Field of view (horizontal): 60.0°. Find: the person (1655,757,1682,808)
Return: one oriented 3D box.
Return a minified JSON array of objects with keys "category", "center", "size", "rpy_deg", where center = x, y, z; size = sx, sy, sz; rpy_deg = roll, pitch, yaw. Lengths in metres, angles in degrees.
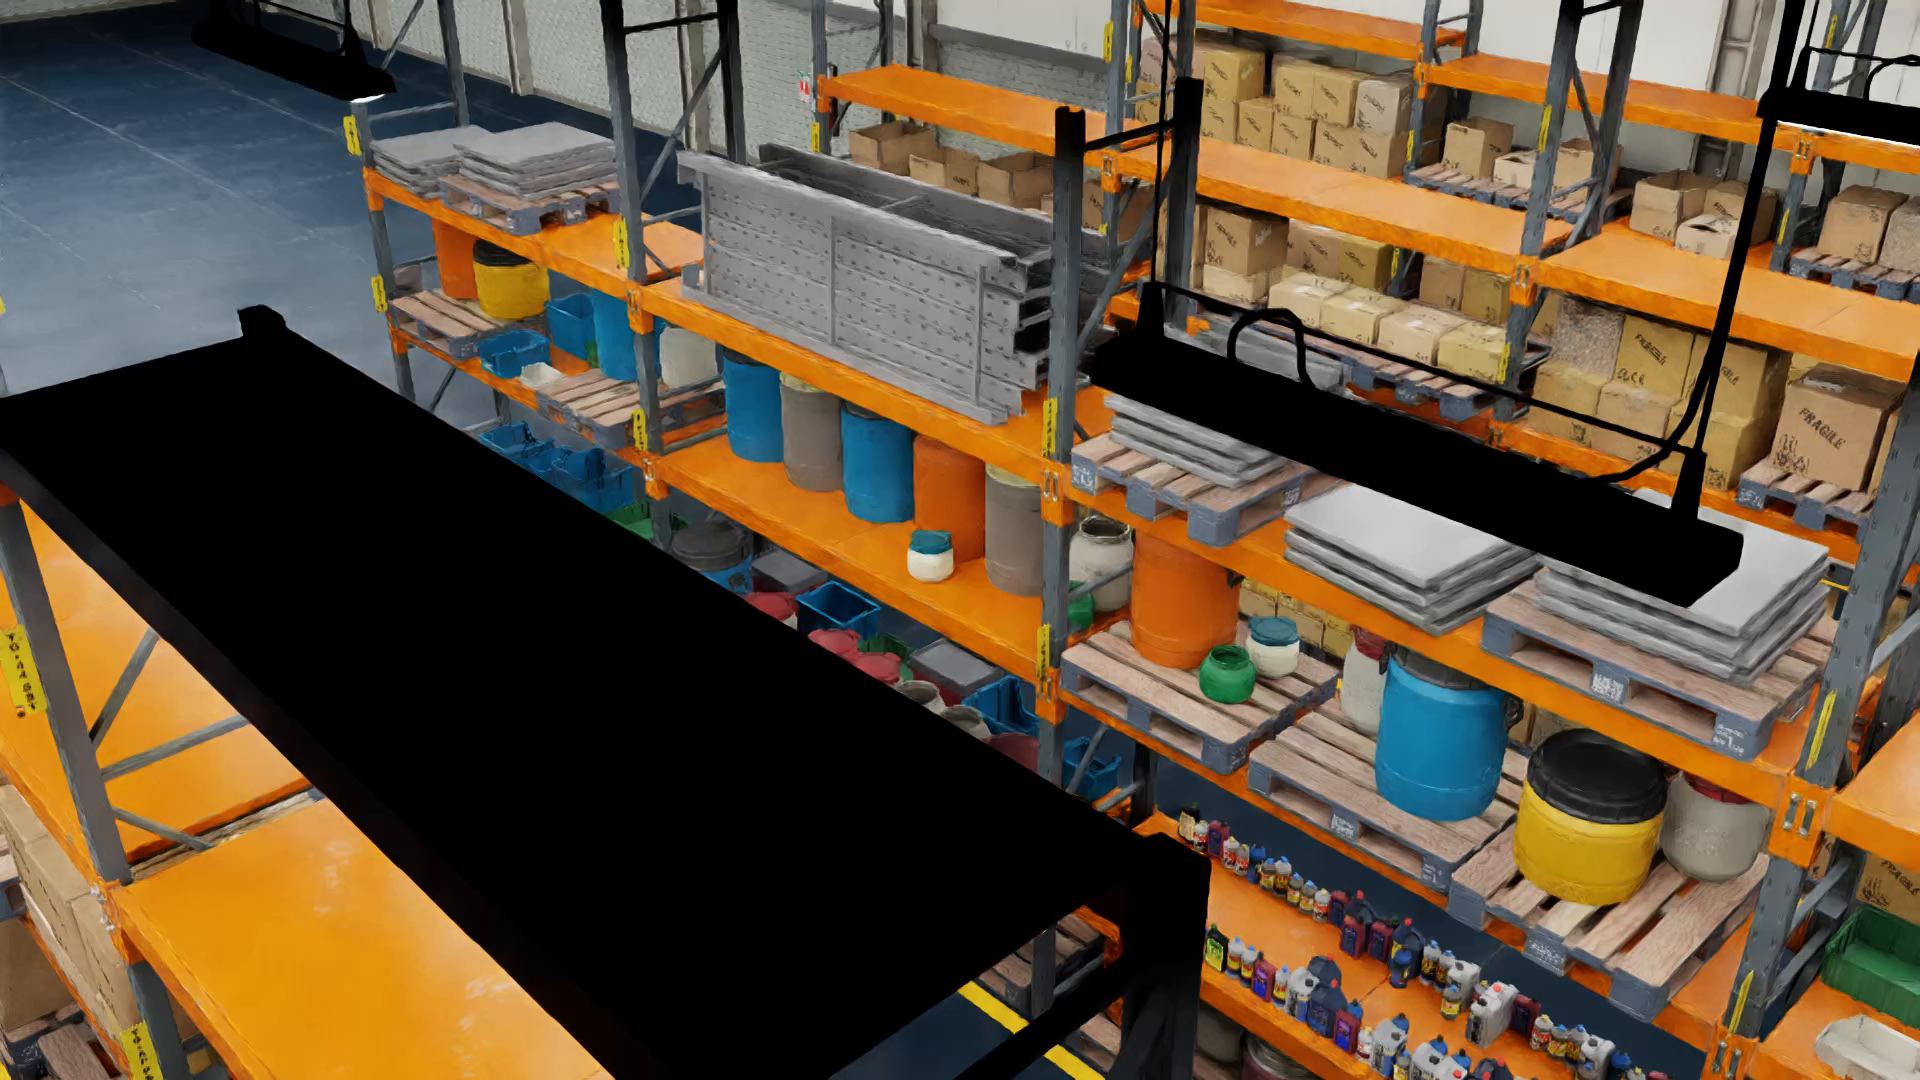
[{"category":"person","center":[4.777,2.073,11.359],"size":[1.042,1.517,0.415],"rpy_deg":[24,37,38]}]

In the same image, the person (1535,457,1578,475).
[{"category":"person","center":[6.039,-0.890,16.760],"size":[0.492,1.665,0.435],"rpy_deg":[11,30,19]}]
